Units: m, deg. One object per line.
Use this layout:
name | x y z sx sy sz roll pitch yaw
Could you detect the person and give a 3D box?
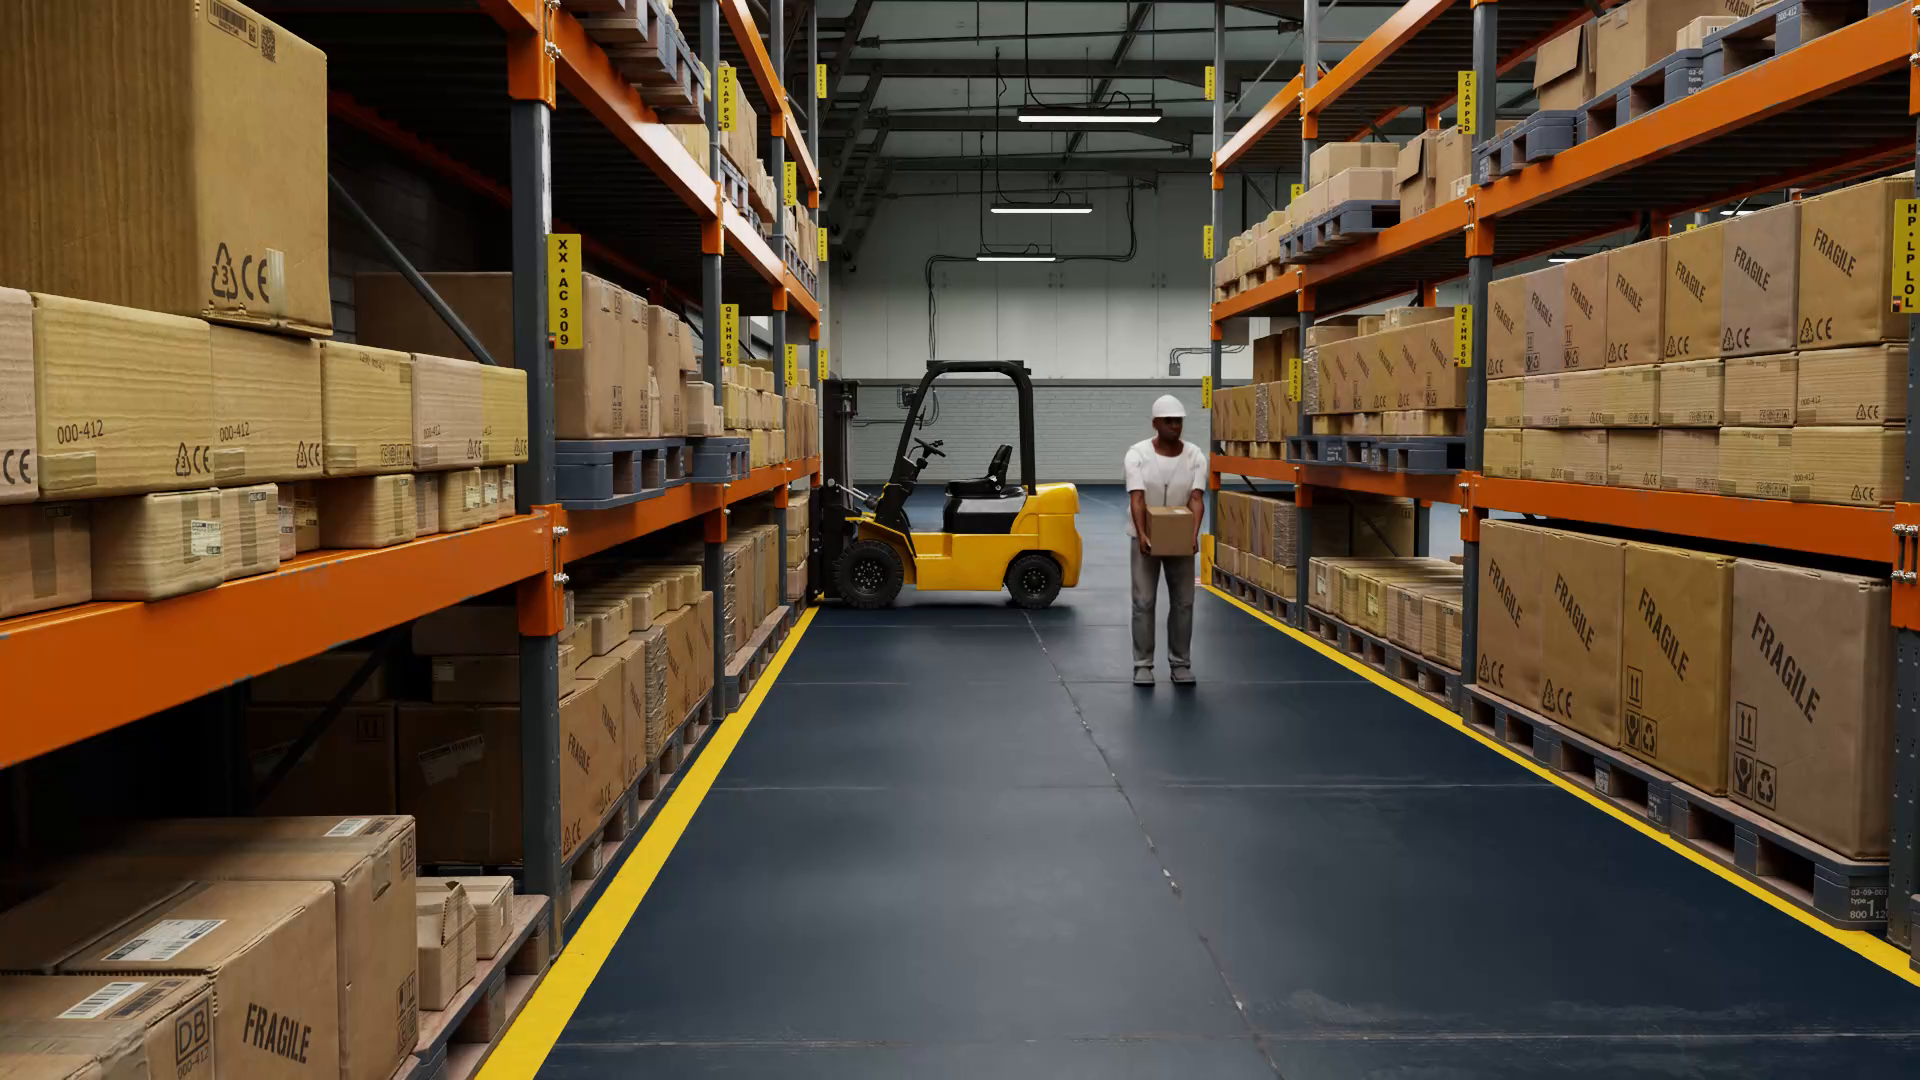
person | 1.256 0.003 10.102 0.503 1.752 0.586 0 4 -2
